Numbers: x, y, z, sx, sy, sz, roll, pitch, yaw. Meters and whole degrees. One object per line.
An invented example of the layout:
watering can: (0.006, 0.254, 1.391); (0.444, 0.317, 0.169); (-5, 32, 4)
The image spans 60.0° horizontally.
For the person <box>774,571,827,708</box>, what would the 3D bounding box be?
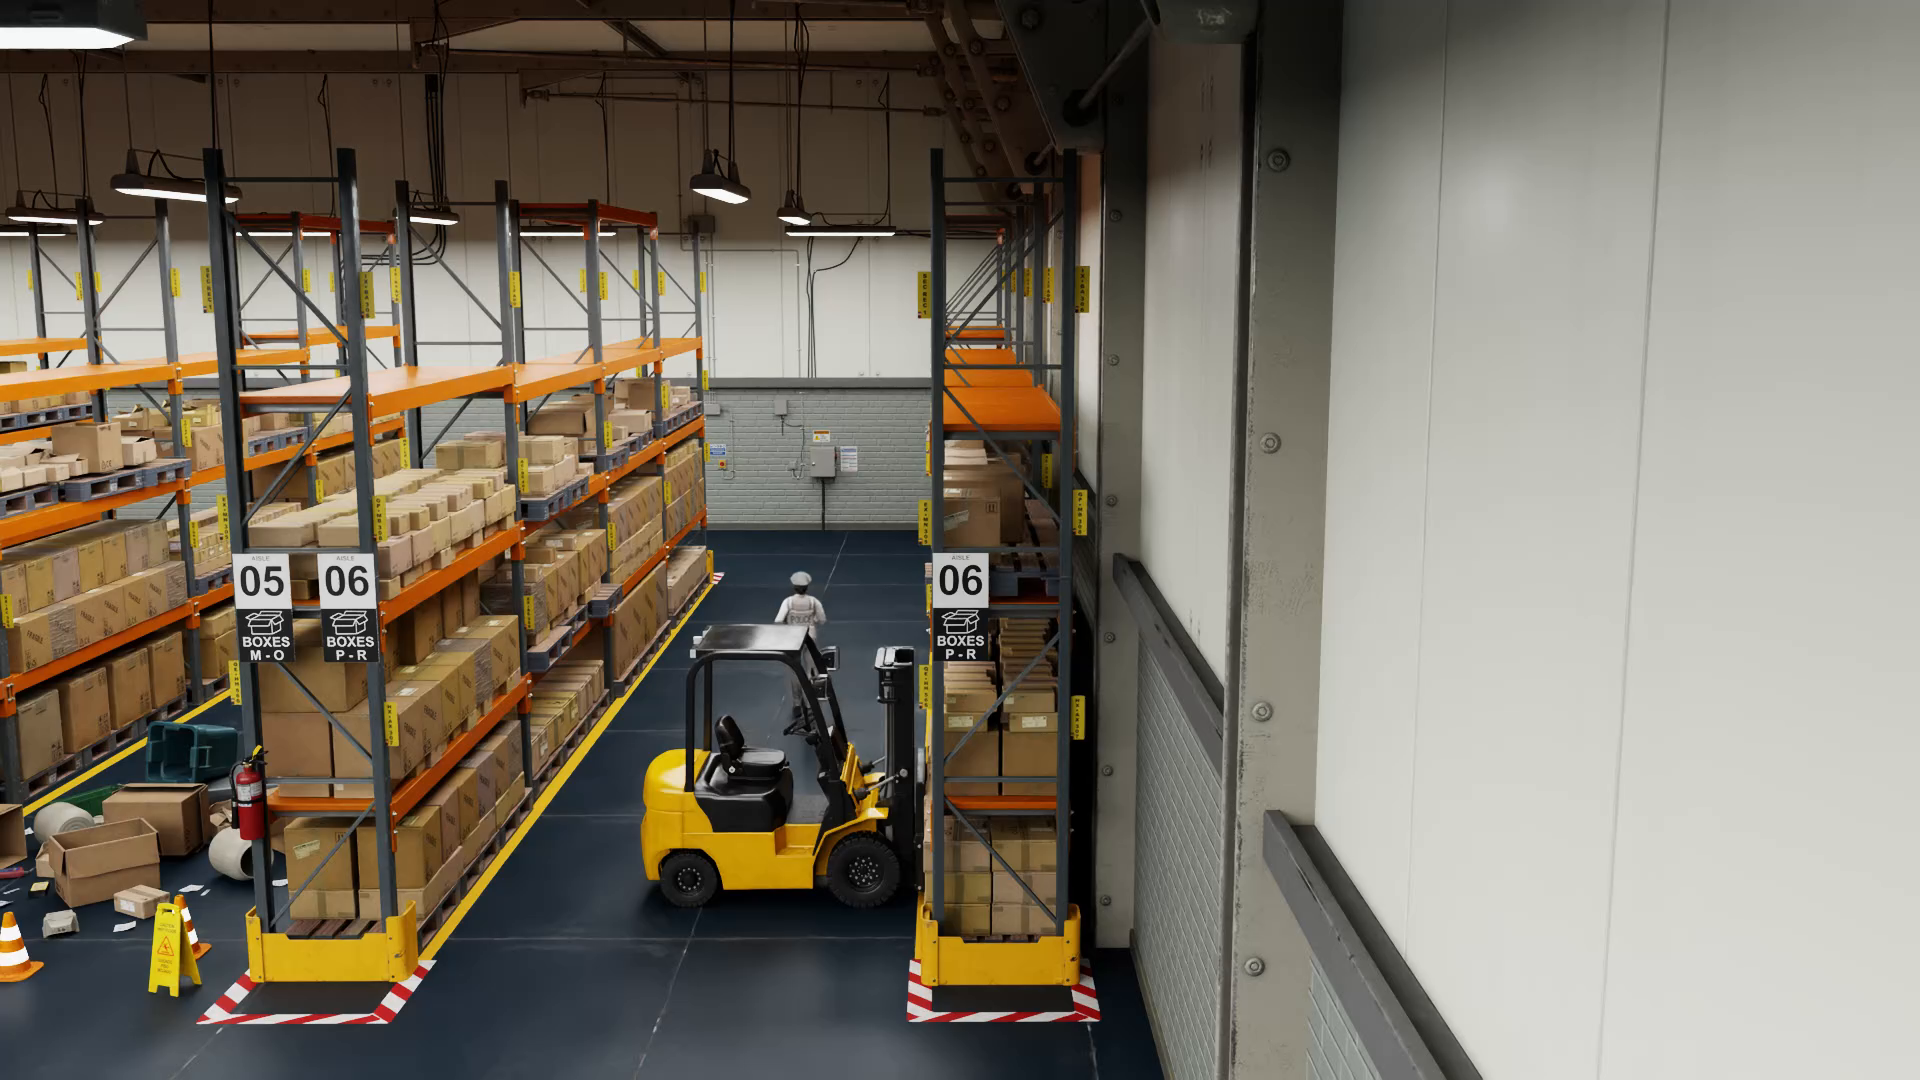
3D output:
person: (-1.884, 1.203, 19.672); (0.628, 1.658, 0.870); (-2, 9, -10)
